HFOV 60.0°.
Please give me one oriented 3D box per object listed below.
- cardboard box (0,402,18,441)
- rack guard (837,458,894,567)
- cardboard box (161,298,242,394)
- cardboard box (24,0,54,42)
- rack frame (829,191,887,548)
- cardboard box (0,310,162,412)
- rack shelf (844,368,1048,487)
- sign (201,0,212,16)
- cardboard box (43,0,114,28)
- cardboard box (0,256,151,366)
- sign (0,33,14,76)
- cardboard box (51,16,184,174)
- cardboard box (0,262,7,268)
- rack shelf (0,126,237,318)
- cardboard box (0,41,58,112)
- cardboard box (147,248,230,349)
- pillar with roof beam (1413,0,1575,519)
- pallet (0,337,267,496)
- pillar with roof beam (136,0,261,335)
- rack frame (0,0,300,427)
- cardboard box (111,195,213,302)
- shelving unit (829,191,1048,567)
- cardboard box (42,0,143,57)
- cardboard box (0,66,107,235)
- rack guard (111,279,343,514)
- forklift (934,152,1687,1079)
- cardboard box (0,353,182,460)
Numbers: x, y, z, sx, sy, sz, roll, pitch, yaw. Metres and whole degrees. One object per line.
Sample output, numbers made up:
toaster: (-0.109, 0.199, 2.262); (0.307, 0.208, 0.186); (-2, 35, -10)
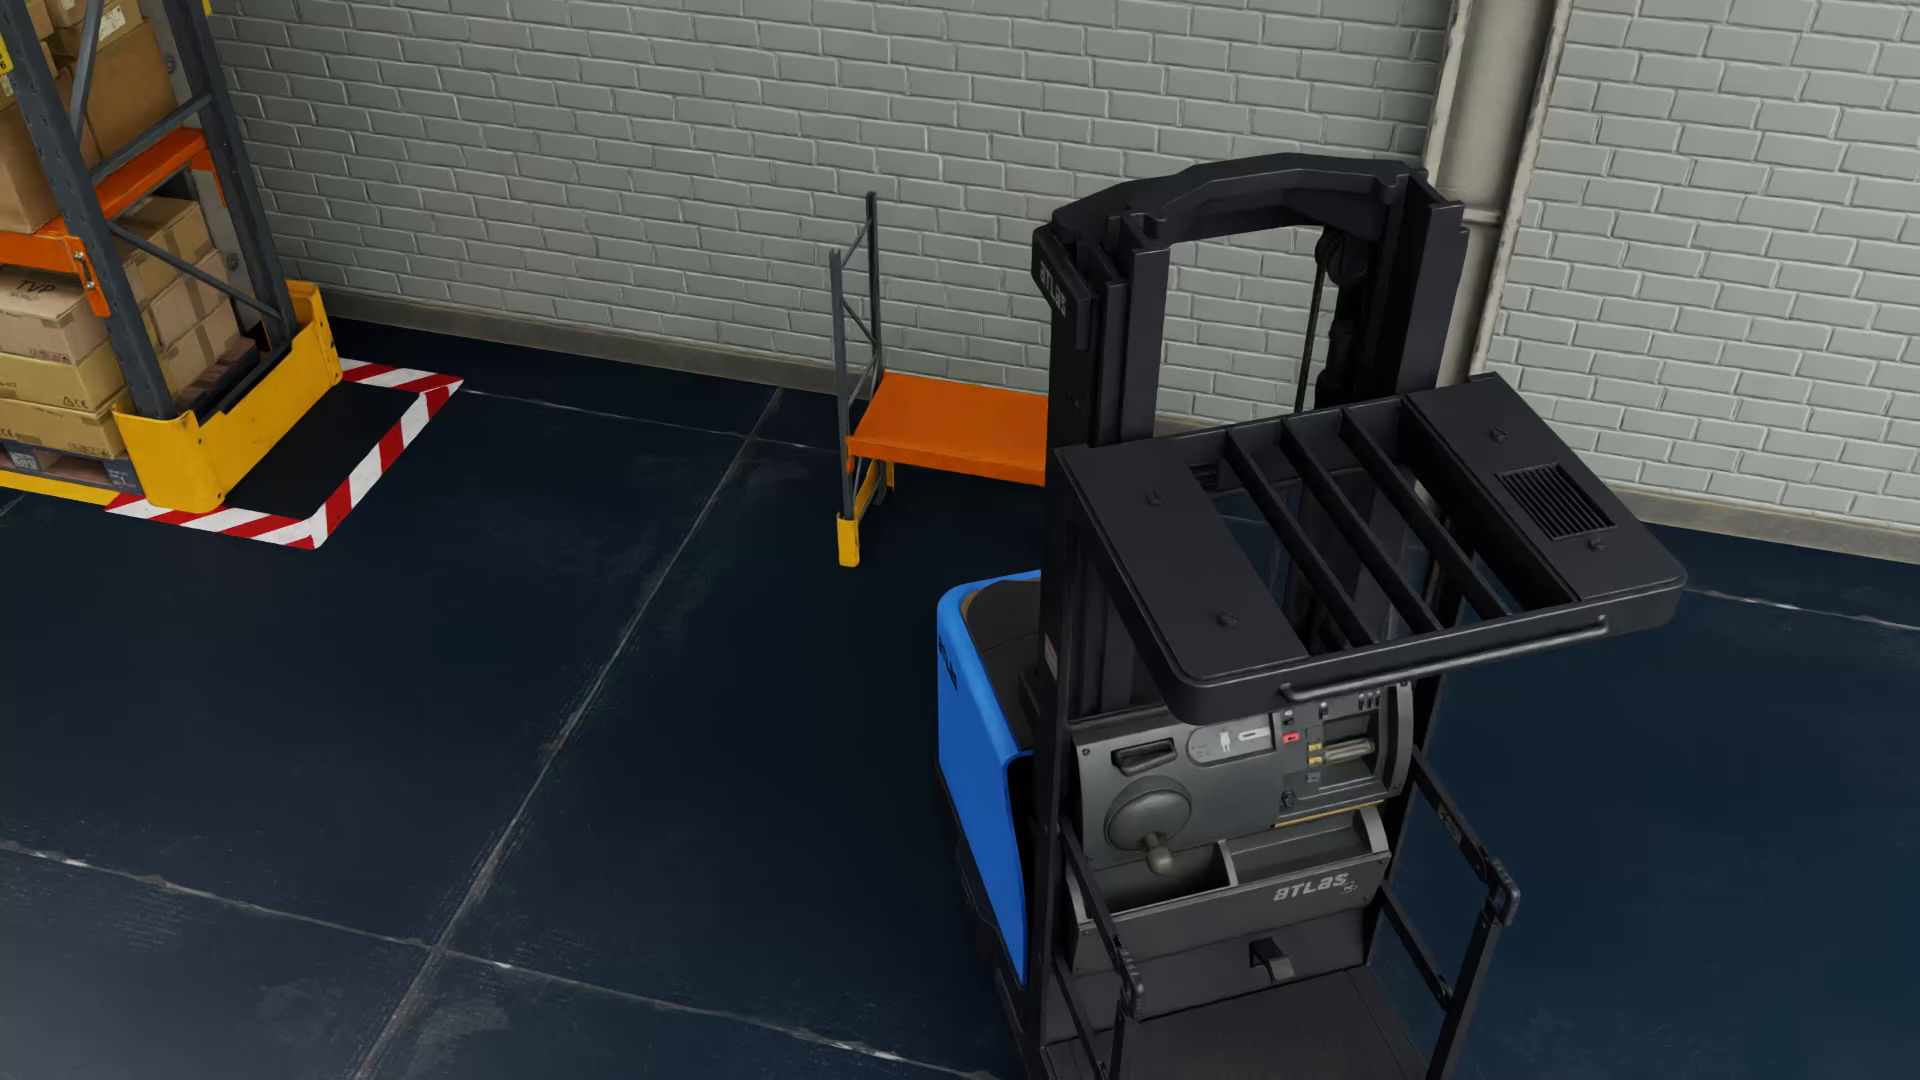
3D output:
cardboard box: (-4.384, -0.729, 7.598); (0.500, 0.250, 0.500); (10, 41, 11)
rack guard: (-0.407, -0.166, 7.253); (0.087, 0.250, 0.587); (10, 41, 11)
cardboard box: (-3.795, -0.962, 7.875); (0.500, 0.250, 0.500); (10, 41, 12)
cardboard box: (-3.771, -1.980, 6.462); (0.250, 0.149, 0.380); (10, 41, 12)
rack frame: (-0.409, -0.645, 6.851); (0.032, 1.500, 0.500); (10, 41, 11)
cardboard box: (-3.922, -0.837, 7.337); (0.500, 0.250, 0.500); (9, 41, 11)
rack shelf: (0.082, -0.422, 6.866); (1.000, 0.185, 0.538); (10, 41, 11)
sign: (-3.222, -2.357, 6.989); (0.005, 0.325, 0.100); (10, 41, 11)
cardboard box: (-3.640, -2.240, 6.772); (0.250, 0.149, 0.380); (9, 41, 11)
cardboard box: (-3.896, -1.025, 7.172); (0.500, 0.250, 0.500); (11, 41, 13)
sign: (-3.525, -1.850, 6.036); (0.005, 0.325, 0.100); (10, 41, 11)
cardboard box: (-3.778, -1.944, 7.155); (0.500, 0.500, 0.500); (11, 41, 13)
cardboard box: (-4.391, -1.106, 7.268); (0.500, 0.250, 0.500); (10, 41, 12)
rack shelf: (-5.303, -1.708, 7.511); (4.000, 0.370, 1.077); (10, 41, 11)
cardboard box: (-3.778, -1.821, 6.504); (0.250, 0.149, 0.380); (10, 41, 12)
cardboard box: (-3.771, -1.158, 7.719); (0.500, 0.250, 0.500); (10, 41, 12)
pillar with roof beam: (0.873, -0.952, 1.387); (0.400, 9.000, 9.100); (10, 41, 11)
pallet: (-4.121, -0.685, 7.901); (1.213, 0.211, 1.003); (10, 41, 11)
pillar with roof beam: (-4.923, -1.950, 2.574); (0.400, 9.000, 9.100); (10, 41, 11)
rack frame: (-3.371, -1.651, 6.884); (0.127, 3.000, 1.000); (10, 41, 11)
cardboard box: (-3.786, -1.339, 7.546); (0.500, 0.250, 0.500); (9, 41, 11)
shelving unit: (0.074, -0.562, 6.753); (1.083, 1.500, 0.587); (10, 41, 11)
cardboard box: (-3.632, -2.155, 6.902); (0.250, 0.149, 0.380); (9, 41, 10)
cardboard box: (-3.914, -1.608, 6.755); (0.500, 0.500, 0.500); (9, 41, 10)
rack guard: (-3.348, -0.690, 7.683); (0.348, 0.500, 1.175); (10, 41, 11)
forklift: (0.807, 0.680, 4.161); (1.130, 2.935, 3.031); (-11, 41, -12)
cardboard box: (-3.907, -0.641, 7.492); (0.500, 0.250, 0.500); (10, 41, 12)
